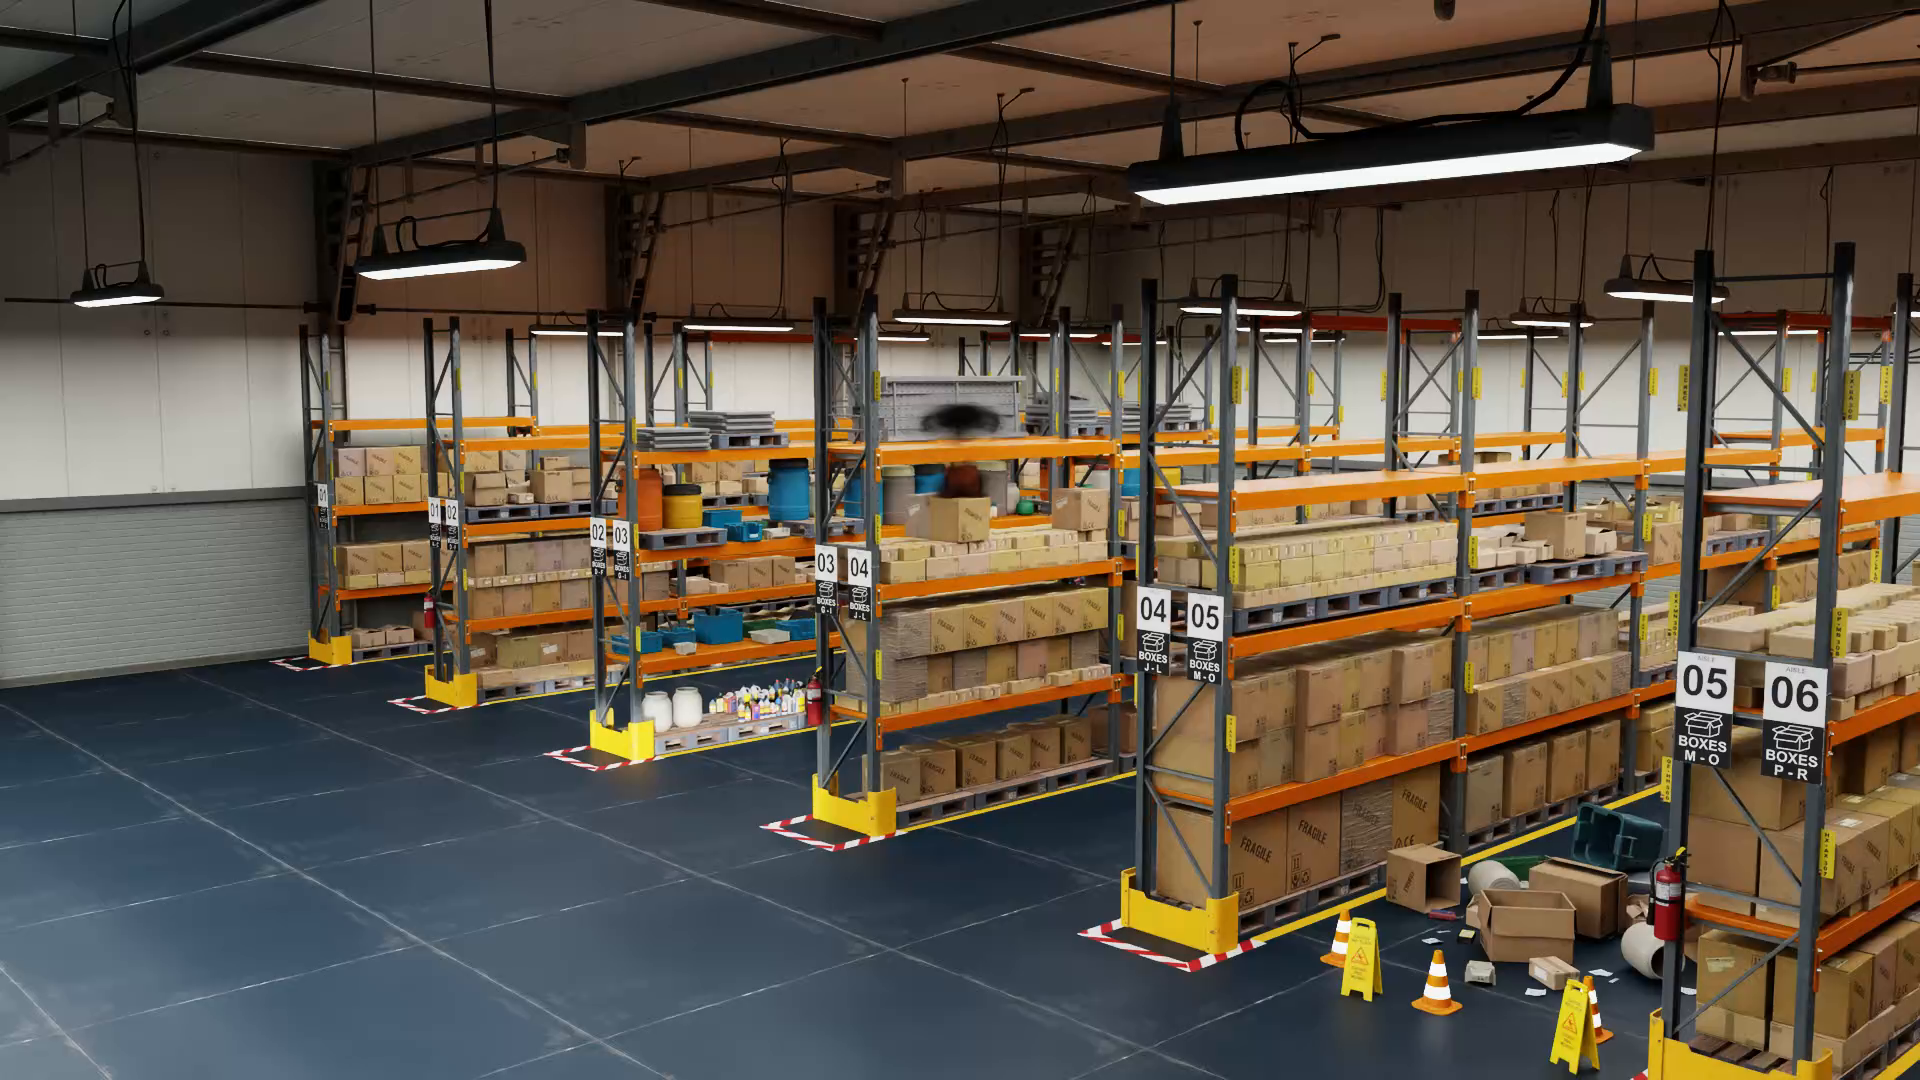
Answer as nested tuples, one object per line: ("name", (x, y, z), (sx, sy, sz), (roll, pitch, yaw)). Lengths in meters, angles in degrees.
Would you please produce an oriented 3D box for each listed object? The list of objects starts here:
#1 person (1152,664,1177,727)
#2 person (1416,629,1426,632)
("person", (2.526, 2.297, 20.014), (0.660, 1.688, 0.727), (6, 8, 44))
("person", (6.567, 2.019, 23.131), (0.902, 1.618, 0.715), (-6, 8, -45))
